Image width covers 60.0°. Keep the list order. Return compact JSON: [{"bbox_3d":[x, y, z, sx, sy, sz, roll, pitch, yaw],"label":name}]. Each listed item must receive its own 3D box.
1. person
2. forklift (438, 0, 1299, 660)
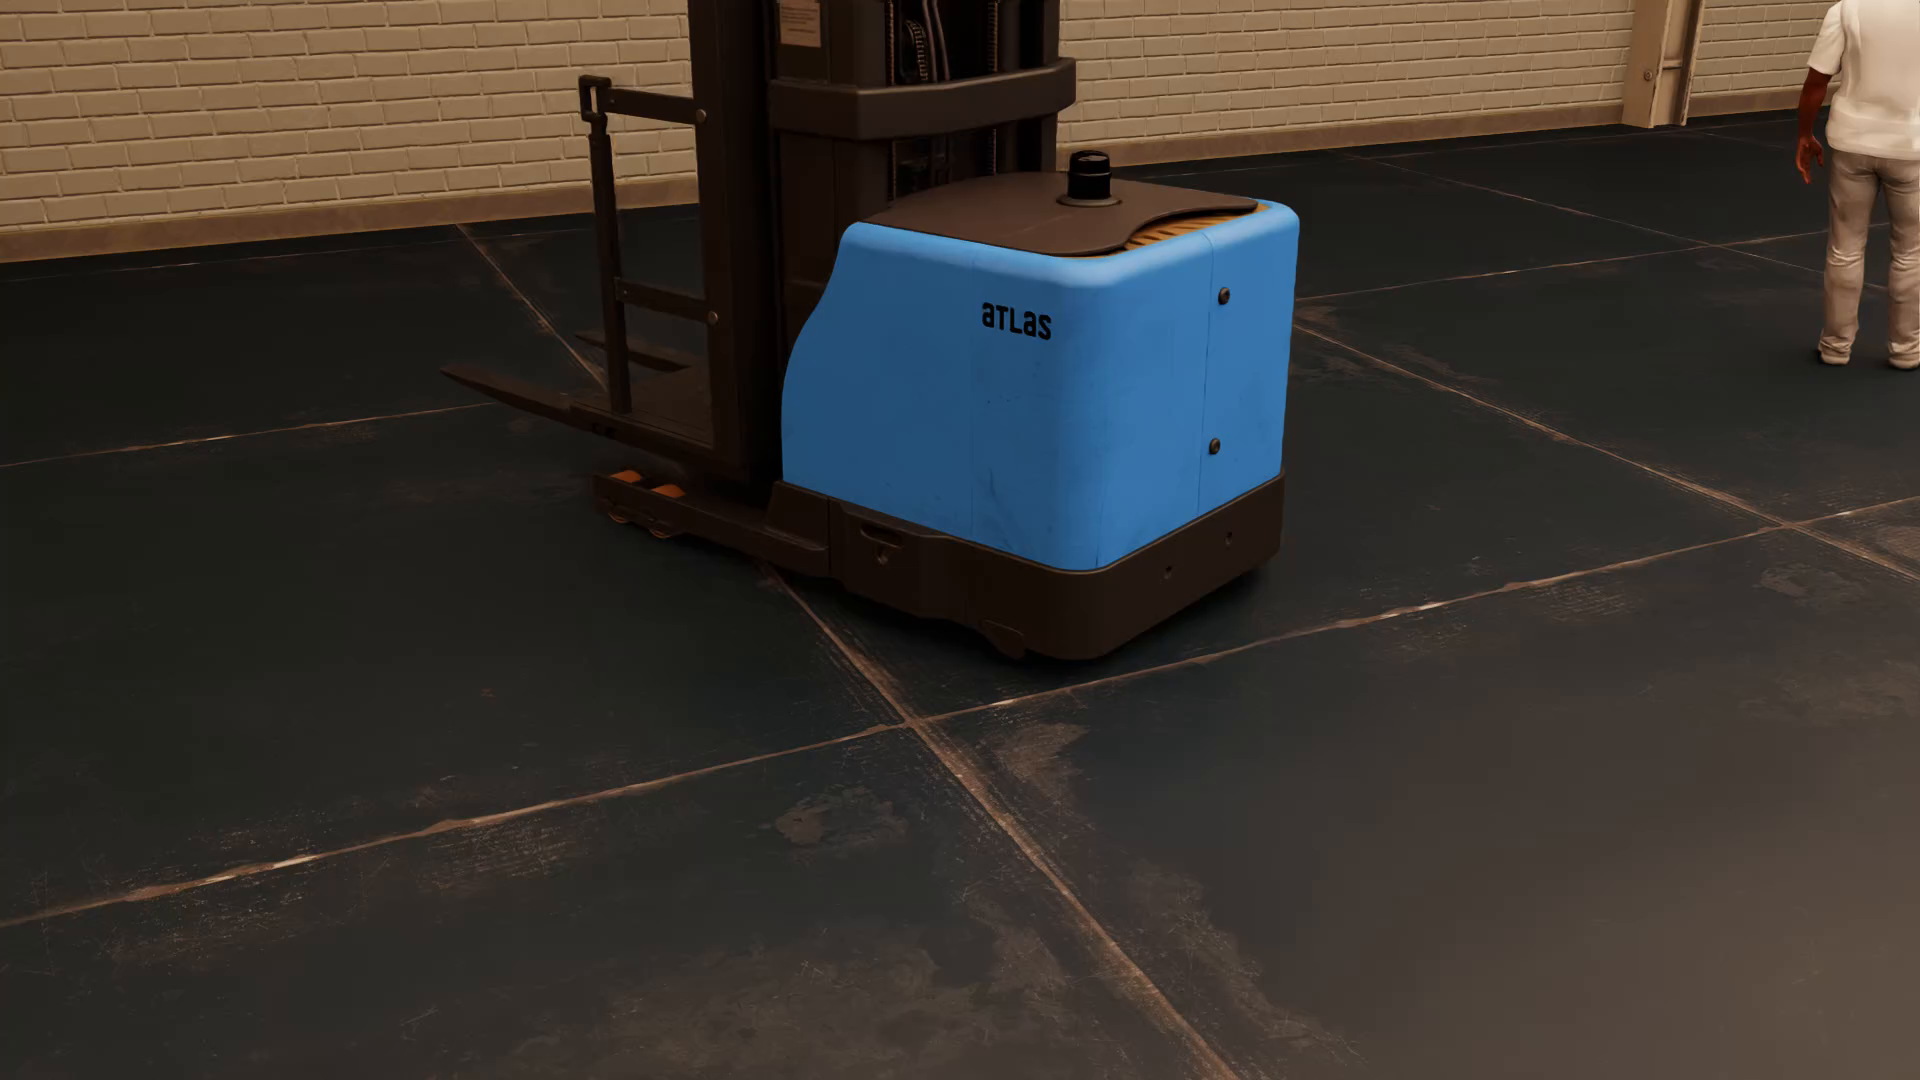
[{"bbox_3d":[3.667,-1.566,6.560,0.665,1.767,0.570,16,27,34],"label":"person"},{"bbox_3d":[-0.519,-1.494,4.883,3.031,2.935,1.130,18,28,36],"label":"forklift"}]
